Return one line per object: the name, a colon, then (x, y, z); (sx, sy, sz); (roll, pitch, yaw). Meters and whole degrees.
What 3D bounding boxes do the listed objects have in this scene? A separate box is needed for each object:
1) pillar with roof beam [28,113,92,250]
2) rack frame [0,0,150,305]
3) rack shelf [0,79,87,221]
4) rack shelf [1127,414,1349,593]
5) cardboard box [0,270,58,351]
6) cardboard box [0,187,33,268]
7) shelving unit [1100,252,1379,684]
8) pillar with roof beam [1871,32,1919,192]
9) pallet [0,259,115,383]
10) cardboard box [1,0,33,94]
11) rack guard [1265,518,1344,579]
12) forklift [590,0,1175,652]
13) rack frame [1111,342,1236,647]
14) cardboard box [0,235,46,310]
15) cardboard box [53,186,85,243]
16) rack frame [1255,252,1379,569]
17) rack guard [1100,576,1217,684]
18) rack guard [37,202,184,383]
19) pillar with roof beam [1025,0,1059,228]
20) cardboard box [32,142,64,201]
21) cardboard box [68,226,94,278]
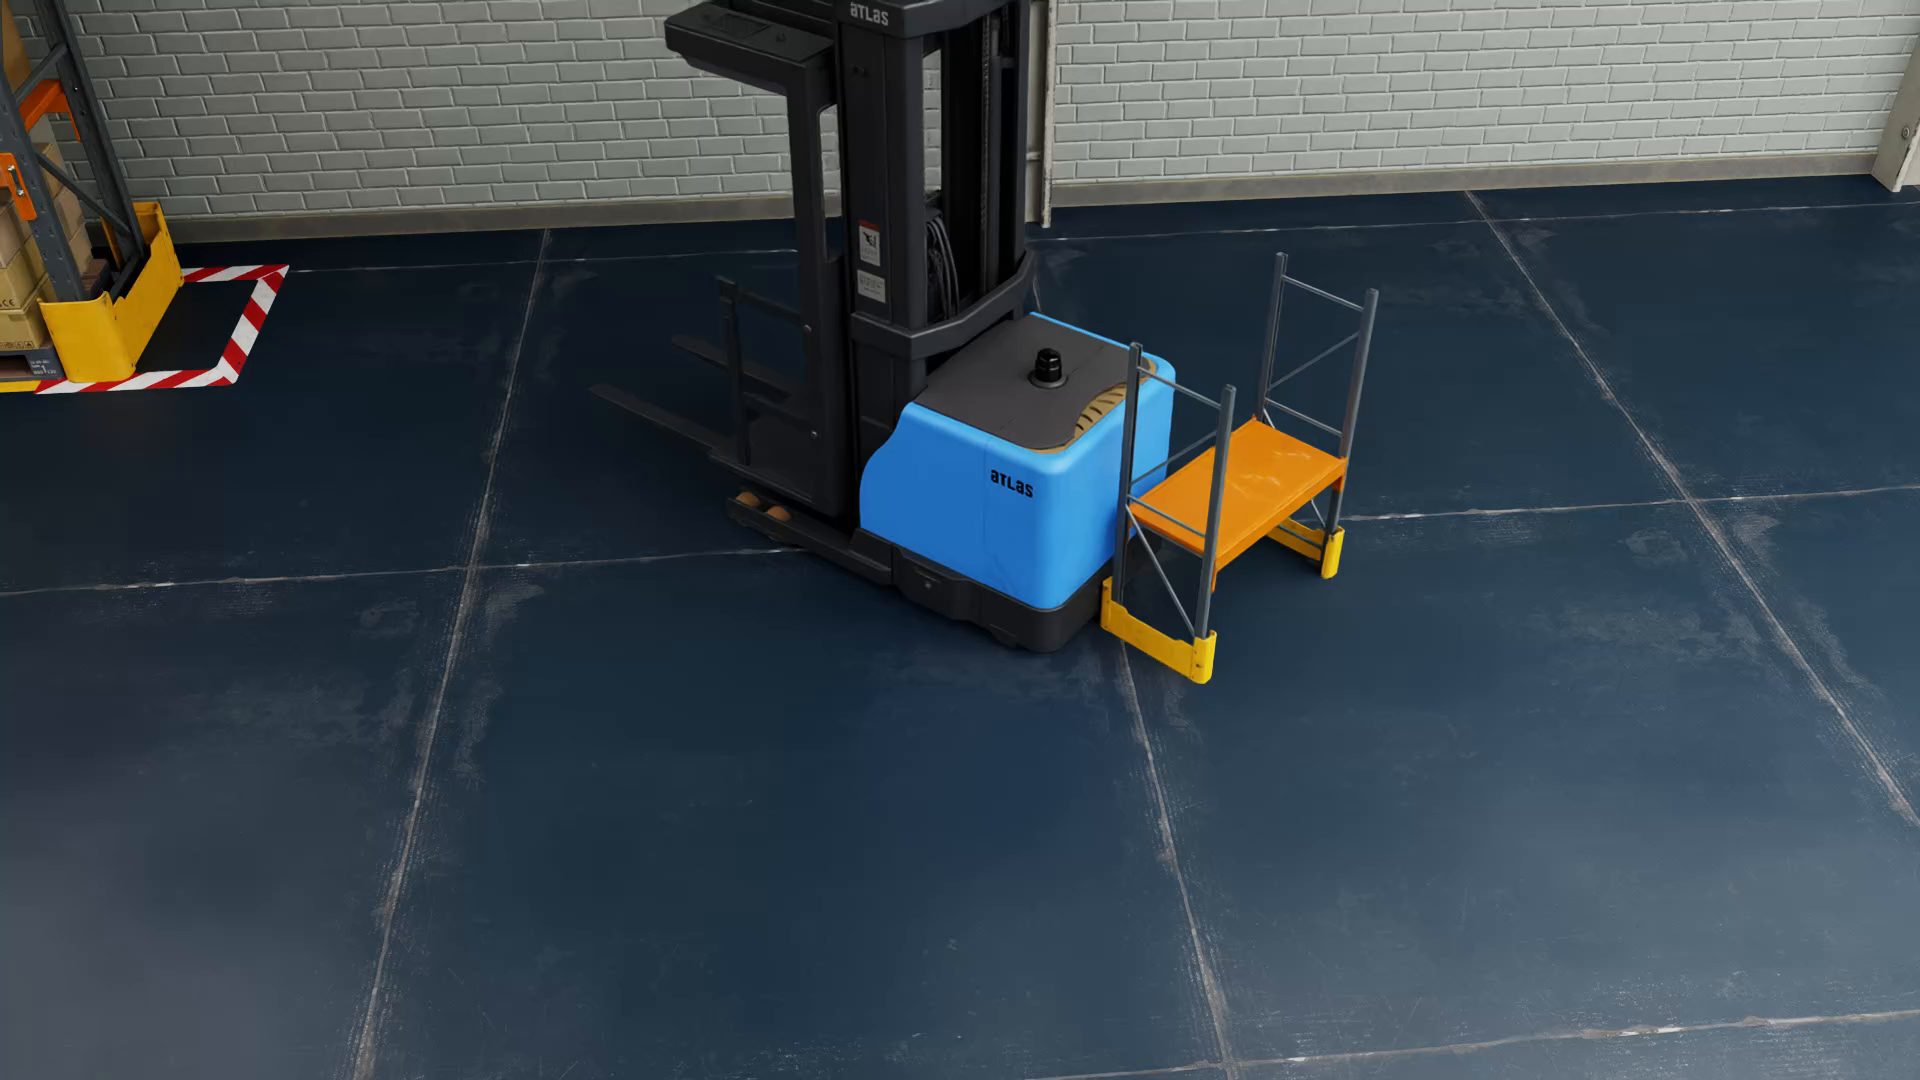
pillar with roof beam: (-5.230, -2.624, 4.132); (0.400, 9.000, 9.100); (-3, 38, -4)
rack frame: (-4.838, -2.407, 8.701); (0.127, 3.000, 1.000); (-3, 38, -4)
rack shelf: (-6.830, -2.015, 8.785); (4.000, 0.370, 1.077); (-3, 38, -4)
rack shelf: (1.217, -0.183, 7.383); (0.538, 0.185, 1.000); (30, 47, 32)
cardboard box: (-5.278, -1.272, 9.143); (0.500, 0.250, 0.500); (-3, 38, -4)
cardboard box: (-5.269, -1.667, 8.837); (0.500, 0.250, 0.500); (-2, 38, -2)
shelving unit: (1.211, -0.320, 7.266); (0.587, 1.500, 1.083); (30, 47, 32)
pillar with roof beam: (6.723, -3.282, 4.967); (0.400, 9.000, 9.100); (-3, 38, -4)
pallet: (-5.596, -1.244, 9.479); (1.213, 0.211, 1.003); (-3, 38, -4)
cardboard box: (-5.356, -2.590, 8.852); (0.500, 0.500, 0.500); (-2, 38, -3)
rack guard: (1.551, -0.054, 7.939); (0.587, 0.250, 0.087); (30, 47, 32)
forklift: (-0.524, -1.386, 7.463); (3.031, 2.935, 1.130); (24, 44, 27)
rack frame: (0.869, -0.094, 6.980); (0.500, 1.500, 0.032); (30, 47, 32)
cardboard box: (-5.295, -1.469, 8.989); (0.500, 0.250, 0.500); (-4, 38, -5)
cardboard box: (-5.325, -1.791, 9.397); (0.500, 0.250, 0.500); (-2, 38, -3)
rack frame: (1.565, -0.553, 7.563); (0.500, 1.500, 0.032); (30, 47, 32)
rack guard: (0.870, 0.396, 7.368); (0.587, 0.250, 0.087); (30, 47, 32)
rack guard: (-4.814, -1.427, 9.477); (0.348, 0.500, 1.175); (-3, 38, -4)
pillar with roof beam: (0.746, -2.953, 4.550); (0.400, 9.000, 9.100); (-3, 38, -4)
cardboard box: (-5.334, -1.975, 9.227); (0.500, 0.250, 0.500); (-4, 38, -5)
cardboard box: (-5.345, -1.586, 9.541); (0.500, 0.250, 0.500); (-3, 38, -4)
